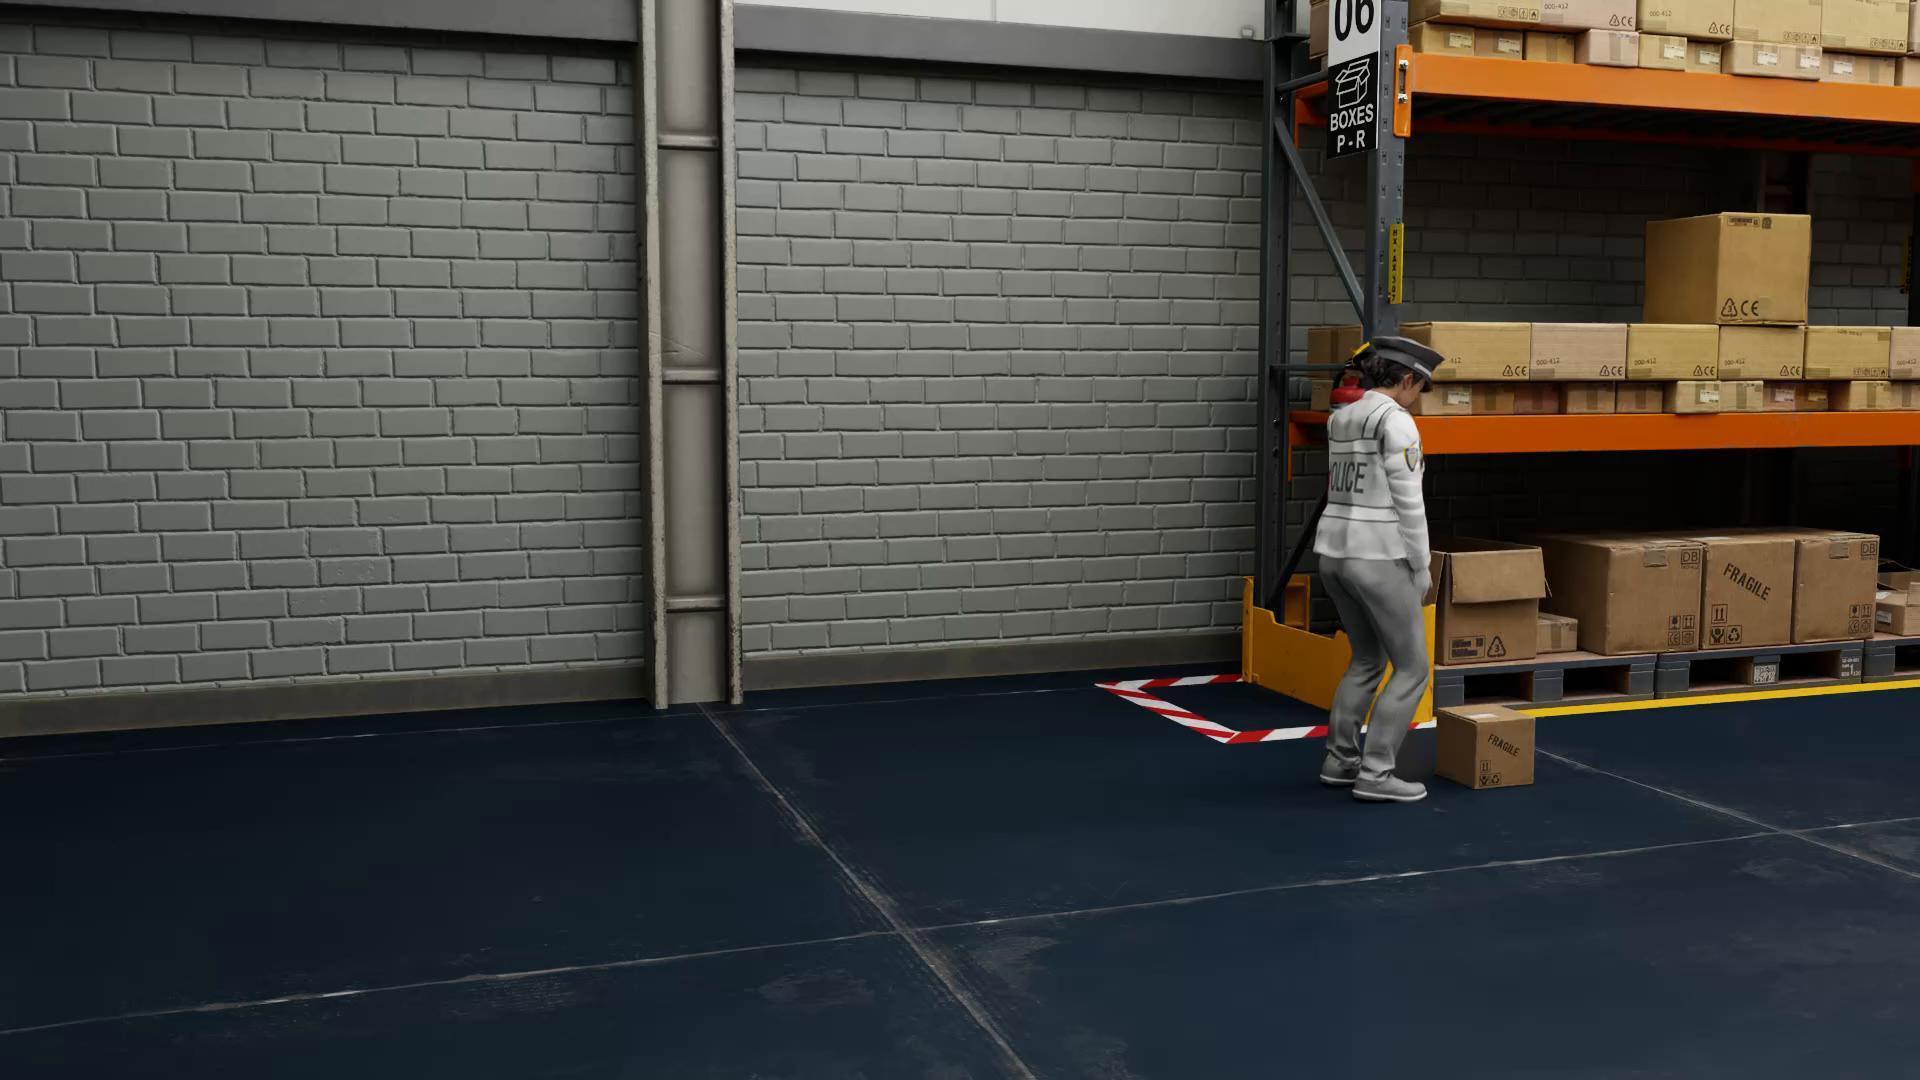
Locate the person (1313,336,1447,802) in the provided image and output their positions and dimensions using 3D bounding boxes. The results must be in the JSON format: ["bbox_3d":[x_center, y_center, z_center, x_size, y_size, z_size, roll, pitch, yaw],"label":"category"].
[{"bbox_3d":[14.090,-1.890,4.412,23.746,5.877,10.479,-2,6,-17],"label":"person"}]
